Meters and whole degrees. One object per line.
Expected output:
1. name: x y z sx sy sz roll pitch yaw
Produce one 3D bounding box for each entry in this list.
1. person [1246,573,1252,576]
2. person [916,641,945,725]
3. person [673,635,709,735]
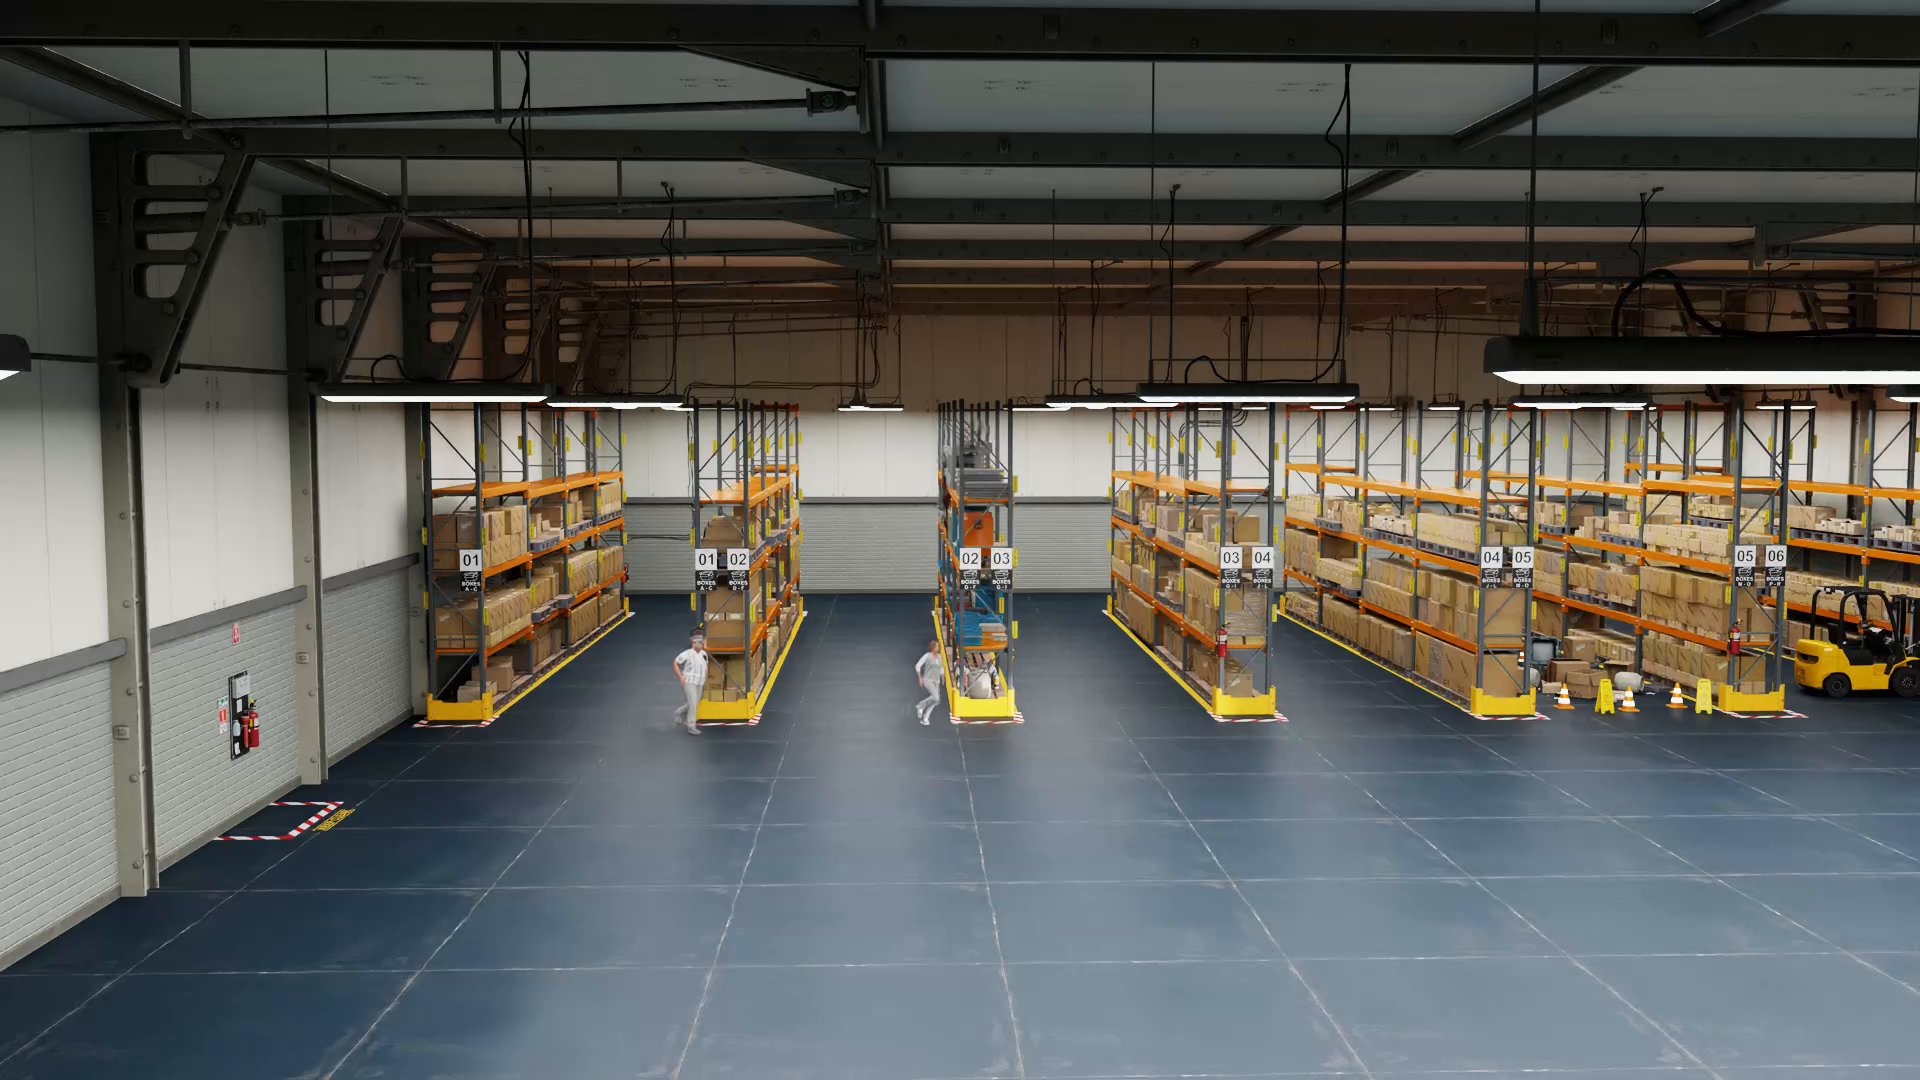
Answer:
1. person: 8.016 1.317 46.831 0.755 1.707 0.761 1 4 12
2. person: -0.484 2.631 30.683 0.569 1.524 0.478 -4 6 -42
3. person: -4.829 2.579 30.060 0.866 1.743 0.697 4 6 41
